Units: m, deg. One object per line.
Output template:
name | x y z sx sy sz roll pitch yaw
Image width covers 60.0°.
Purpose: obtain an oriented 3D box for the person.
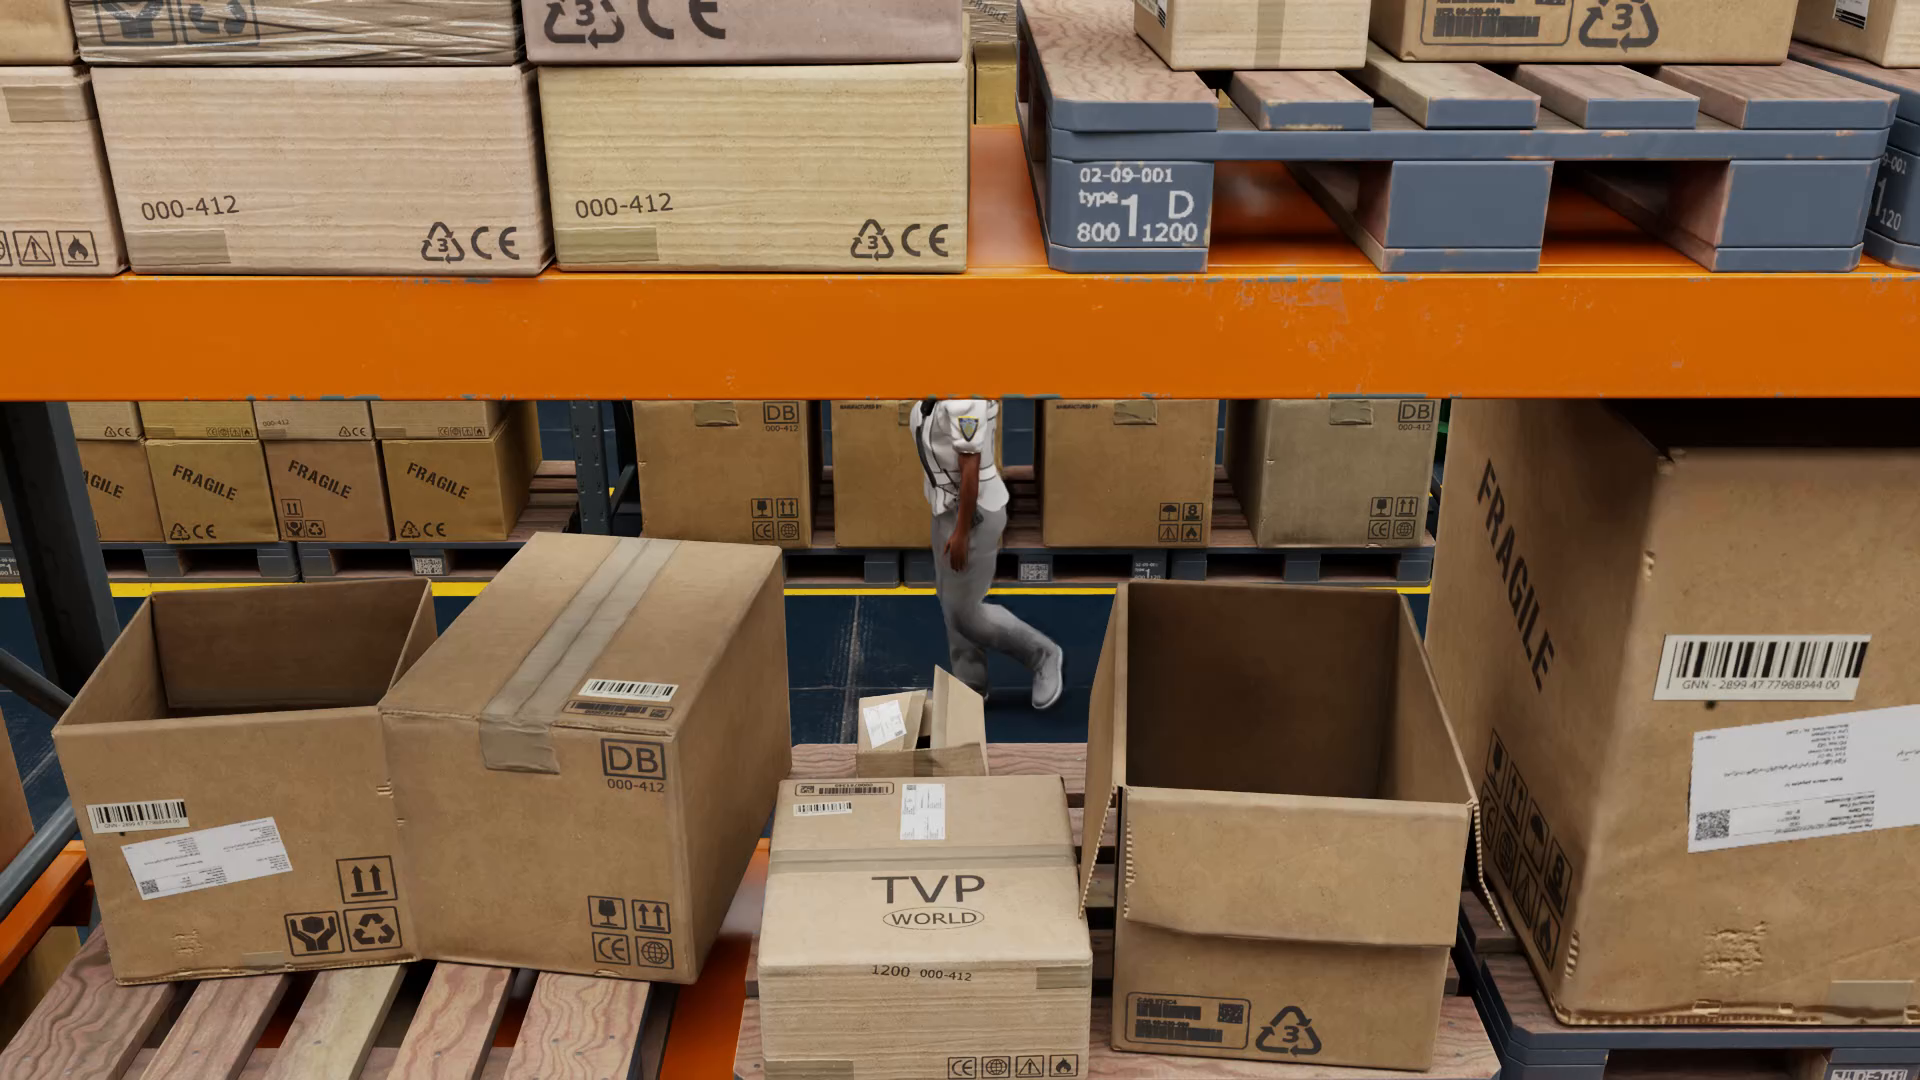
person | 0.111 -0.111 6.297 0.585 1.671 0.497 -5 25 -10
